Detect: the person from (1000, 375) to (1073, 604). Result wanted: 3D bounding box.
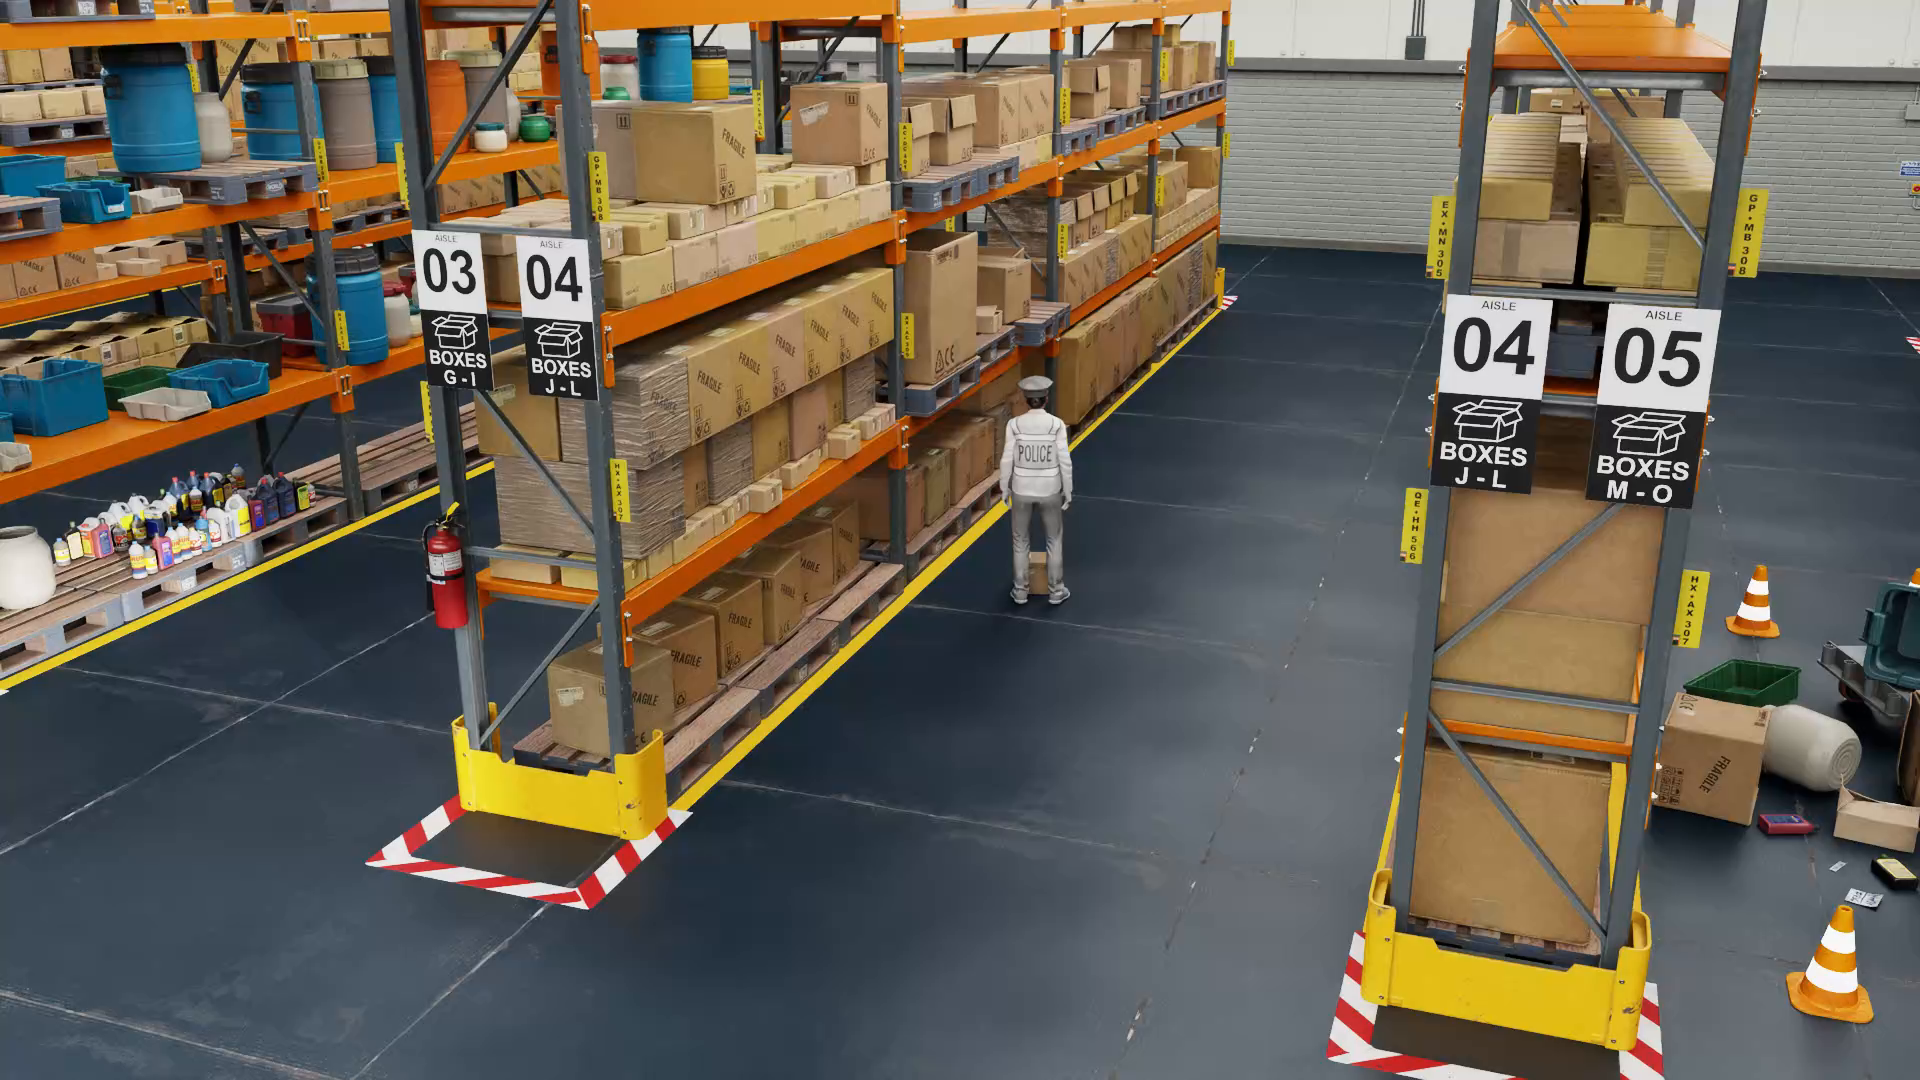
[{"bbox_3d":[0.552,-0.343,12.063,0.529,1.664,0.371,2,19,6],"label":"person"}]
